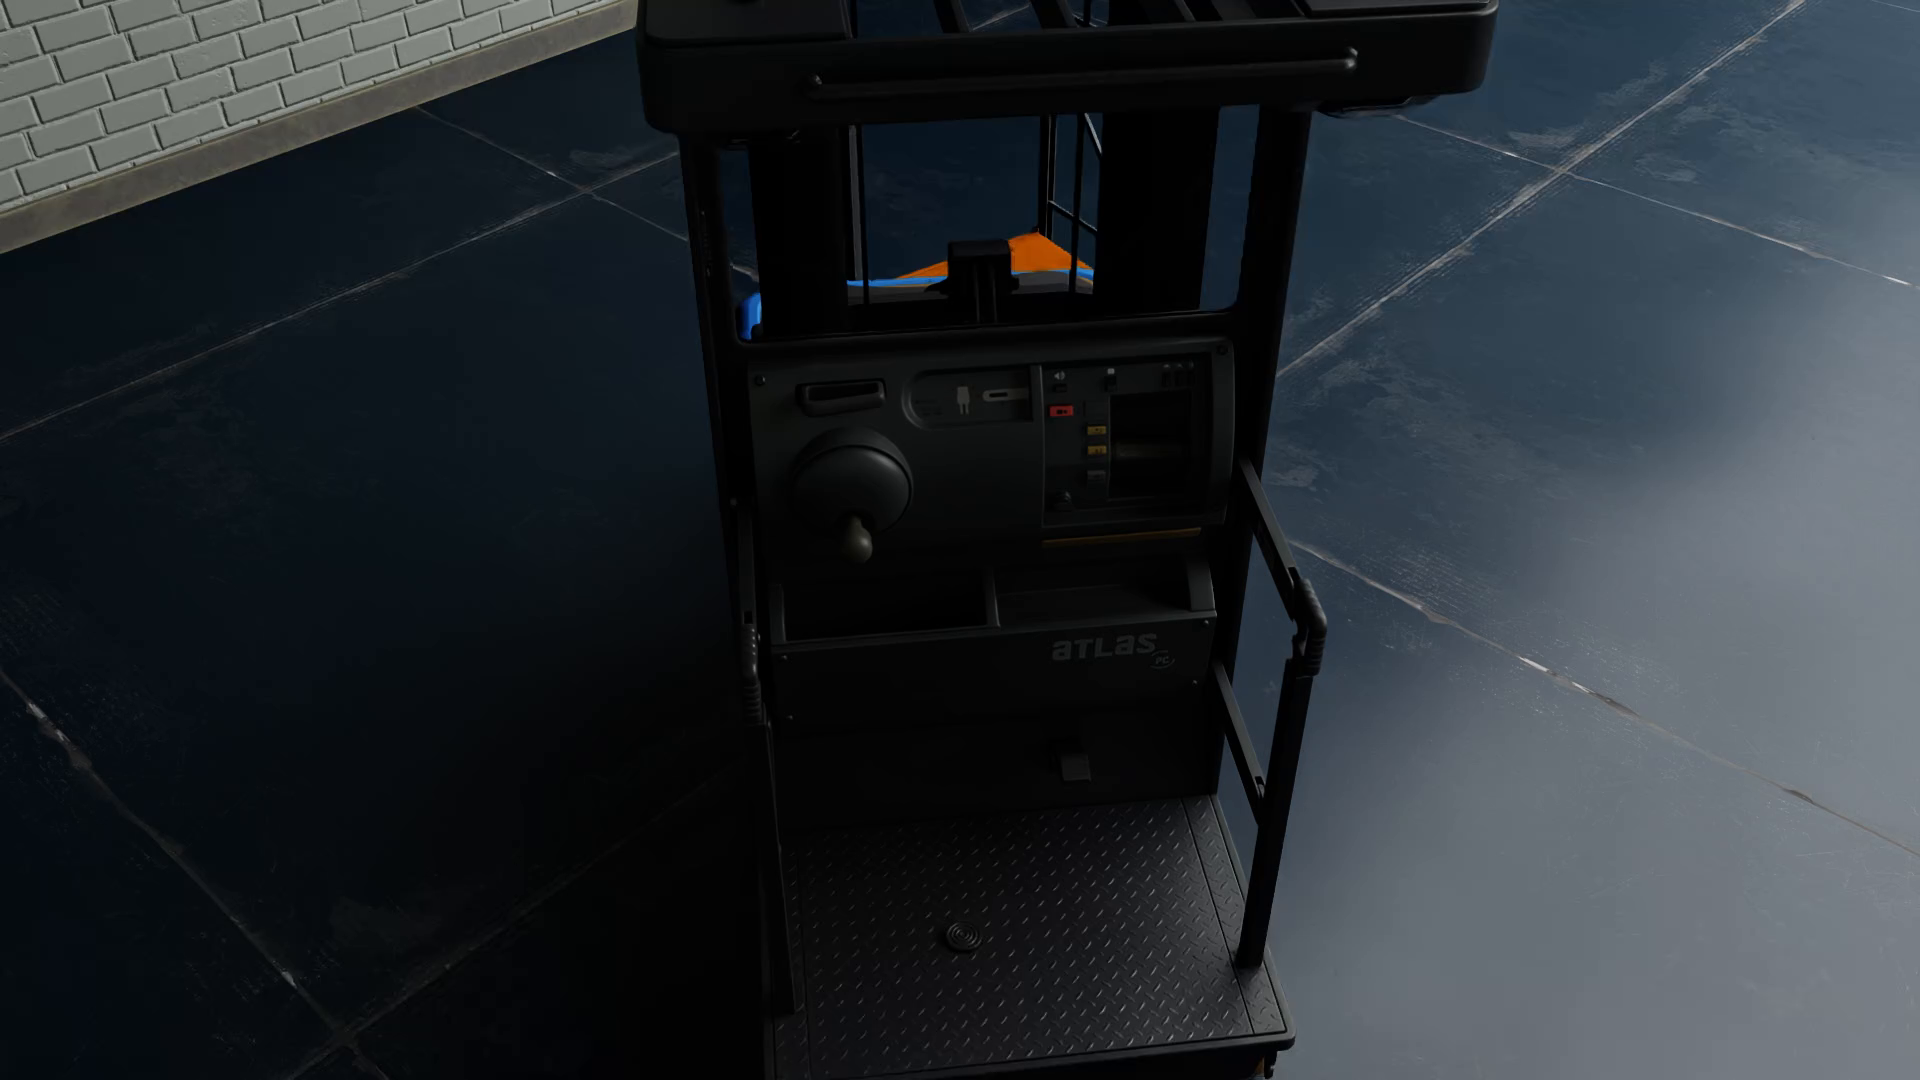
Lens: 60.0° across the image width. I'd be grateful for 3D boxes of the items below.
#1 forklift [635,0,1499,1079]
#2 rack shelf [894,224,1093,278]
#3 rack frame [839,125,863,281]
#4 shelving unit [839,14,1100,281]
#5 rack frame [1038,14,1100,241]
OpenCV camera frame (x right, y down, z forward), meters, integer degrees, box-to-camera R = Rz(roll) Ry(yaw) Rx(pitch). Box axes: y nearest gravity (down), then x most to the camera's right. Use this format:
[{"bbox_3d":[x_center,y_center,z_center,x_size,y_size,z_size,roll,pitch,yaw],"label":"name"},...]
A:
[{"bbox_3d":[0.096,-0.102,3.023,1.130,2.935,3.031,-4,39,-5],"label":"forklift"},{"bbox_3d":[-0.002,-0.666,5.172,1.000,0.185,0.538,-24,44,-27],"label":"rack shelf"},{"bbox_3d":[-0.417,-0.624,4.830,0.032,1.500,0.500,-24,44,-27],"label":"rack frame"},{"bbox_3d":[0.006,-0.810,5.064,1.083,1.500,0.587,-24,44,-27],"label":"shelving unit"},{"bbox_3d":[0.413,-0.990,5.290,0.032,1.500,0.500,-24,44,-27],"label":"rack frame"}]
